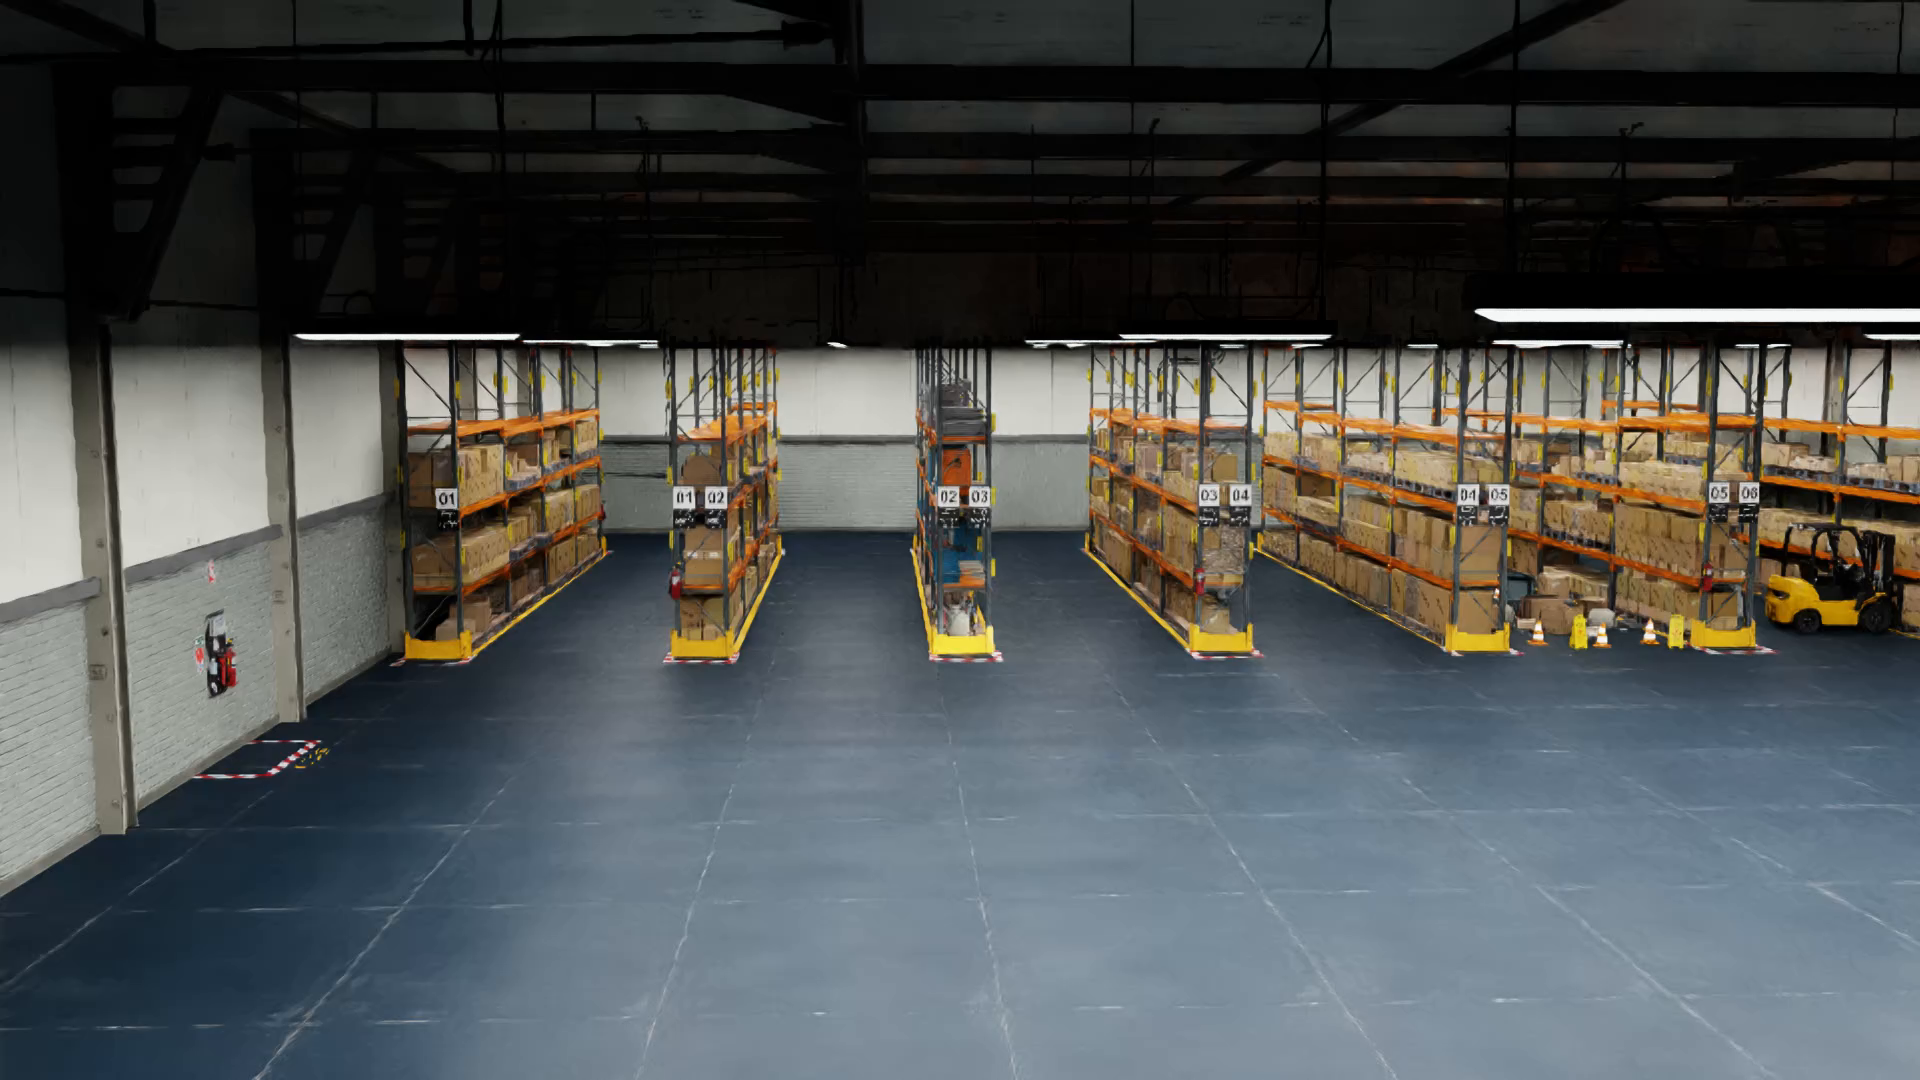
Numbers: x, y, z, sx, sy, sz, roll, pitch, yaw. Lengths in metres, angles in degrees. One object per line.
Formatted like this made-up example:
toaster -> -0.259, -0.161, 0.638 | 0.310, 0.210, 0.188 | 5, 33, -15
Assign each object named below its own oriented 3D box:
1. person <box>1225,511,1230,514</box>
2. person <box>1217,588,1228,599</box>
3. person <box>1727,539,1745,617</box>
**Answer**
person -> 7.157, -0.249, 45.009 | 0.598, 1.698, 1.193 | 0, 6, 0
person -> 6.087, 0.482, 38.356 | 0.445, 1.780, 0.600 | -4, 7, -28
person -> 16.696, 0.808, 35.952 | 0.554, 1.659, 0.598 | 4, 7, 28
